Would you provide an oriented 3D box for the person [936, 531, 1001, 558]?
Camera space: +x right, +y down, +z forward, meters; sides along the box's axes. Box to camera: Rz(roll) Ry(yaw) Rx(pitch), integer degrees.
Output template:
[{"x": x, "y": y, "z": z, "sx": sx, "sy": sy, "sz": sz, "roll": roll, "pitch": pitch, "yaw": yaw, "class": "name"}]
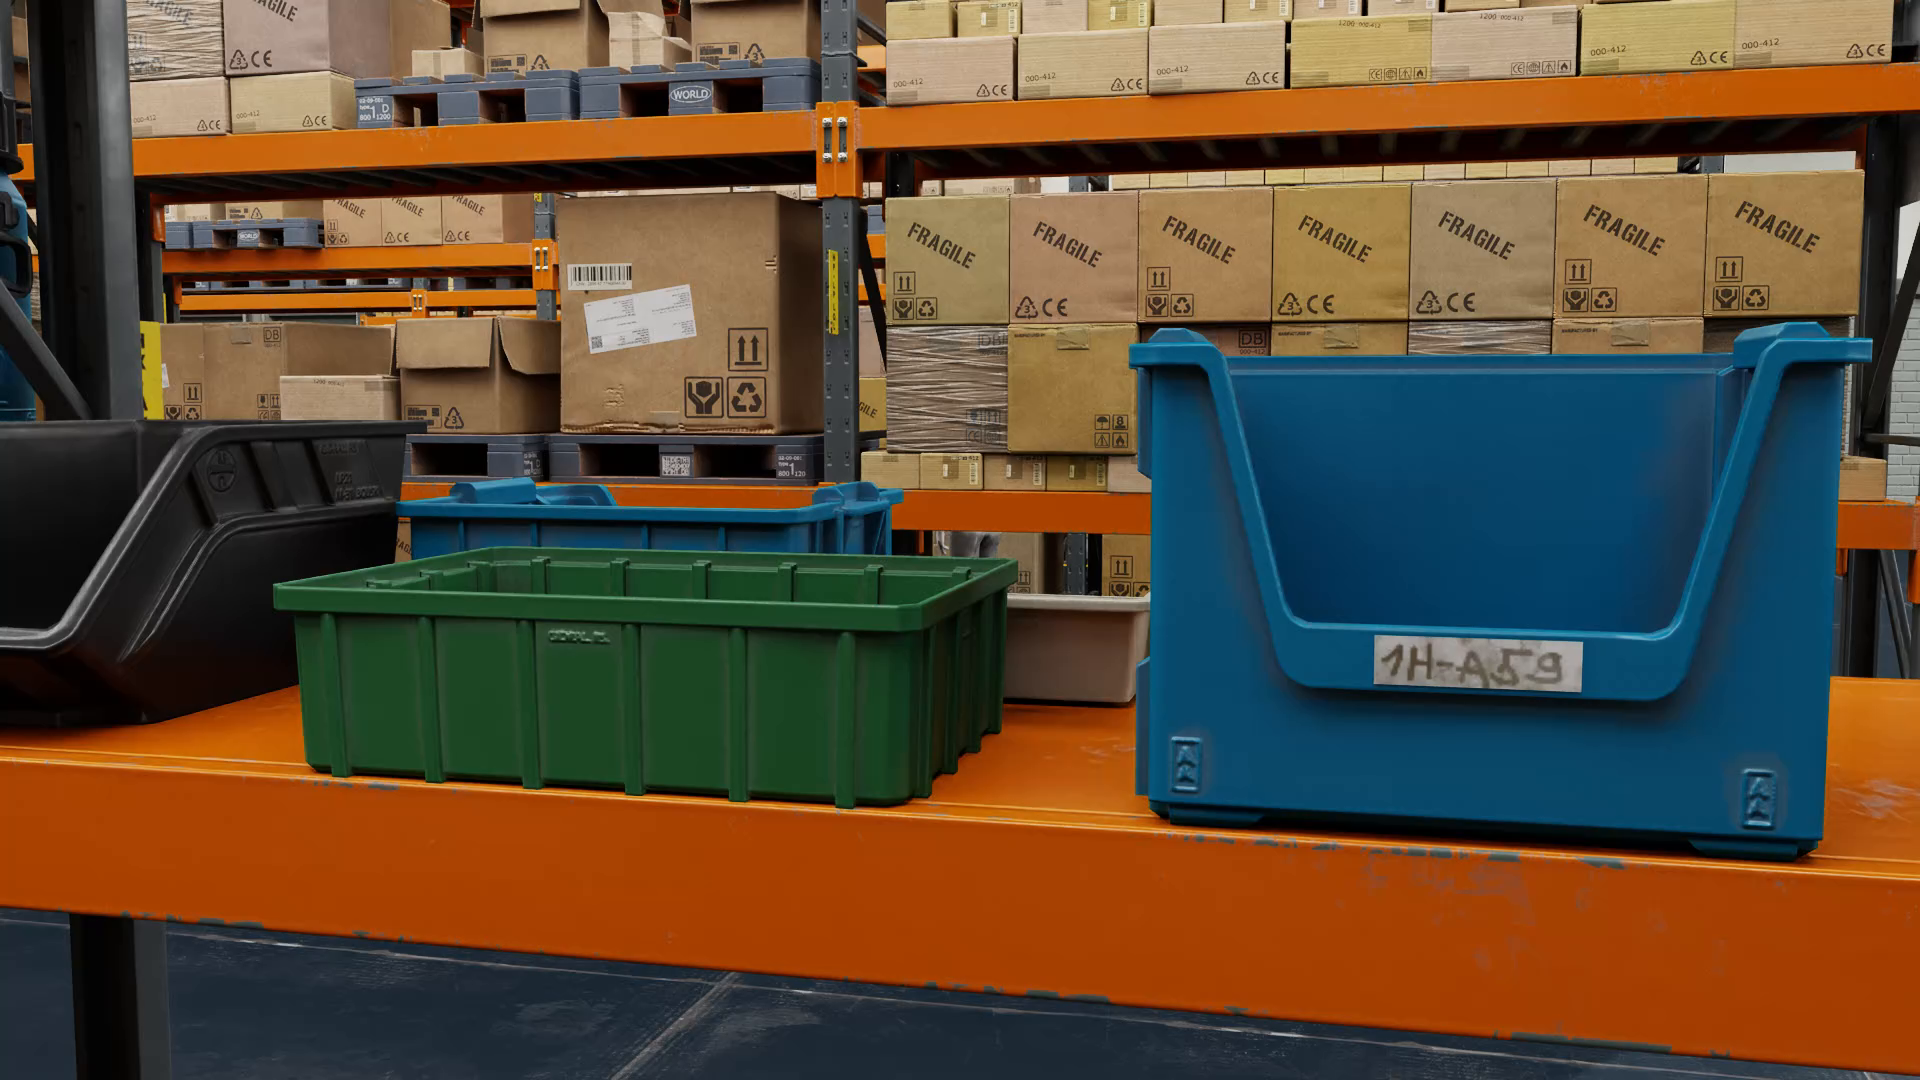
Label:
[{"x": 0.045, "y": -0.079, "z": 10.397, "sx": 0.588, "sy": 1.696, "sz": 0.532, "roll": -5, "pitch": 7, "yaw": -43, "class": "person"}]
